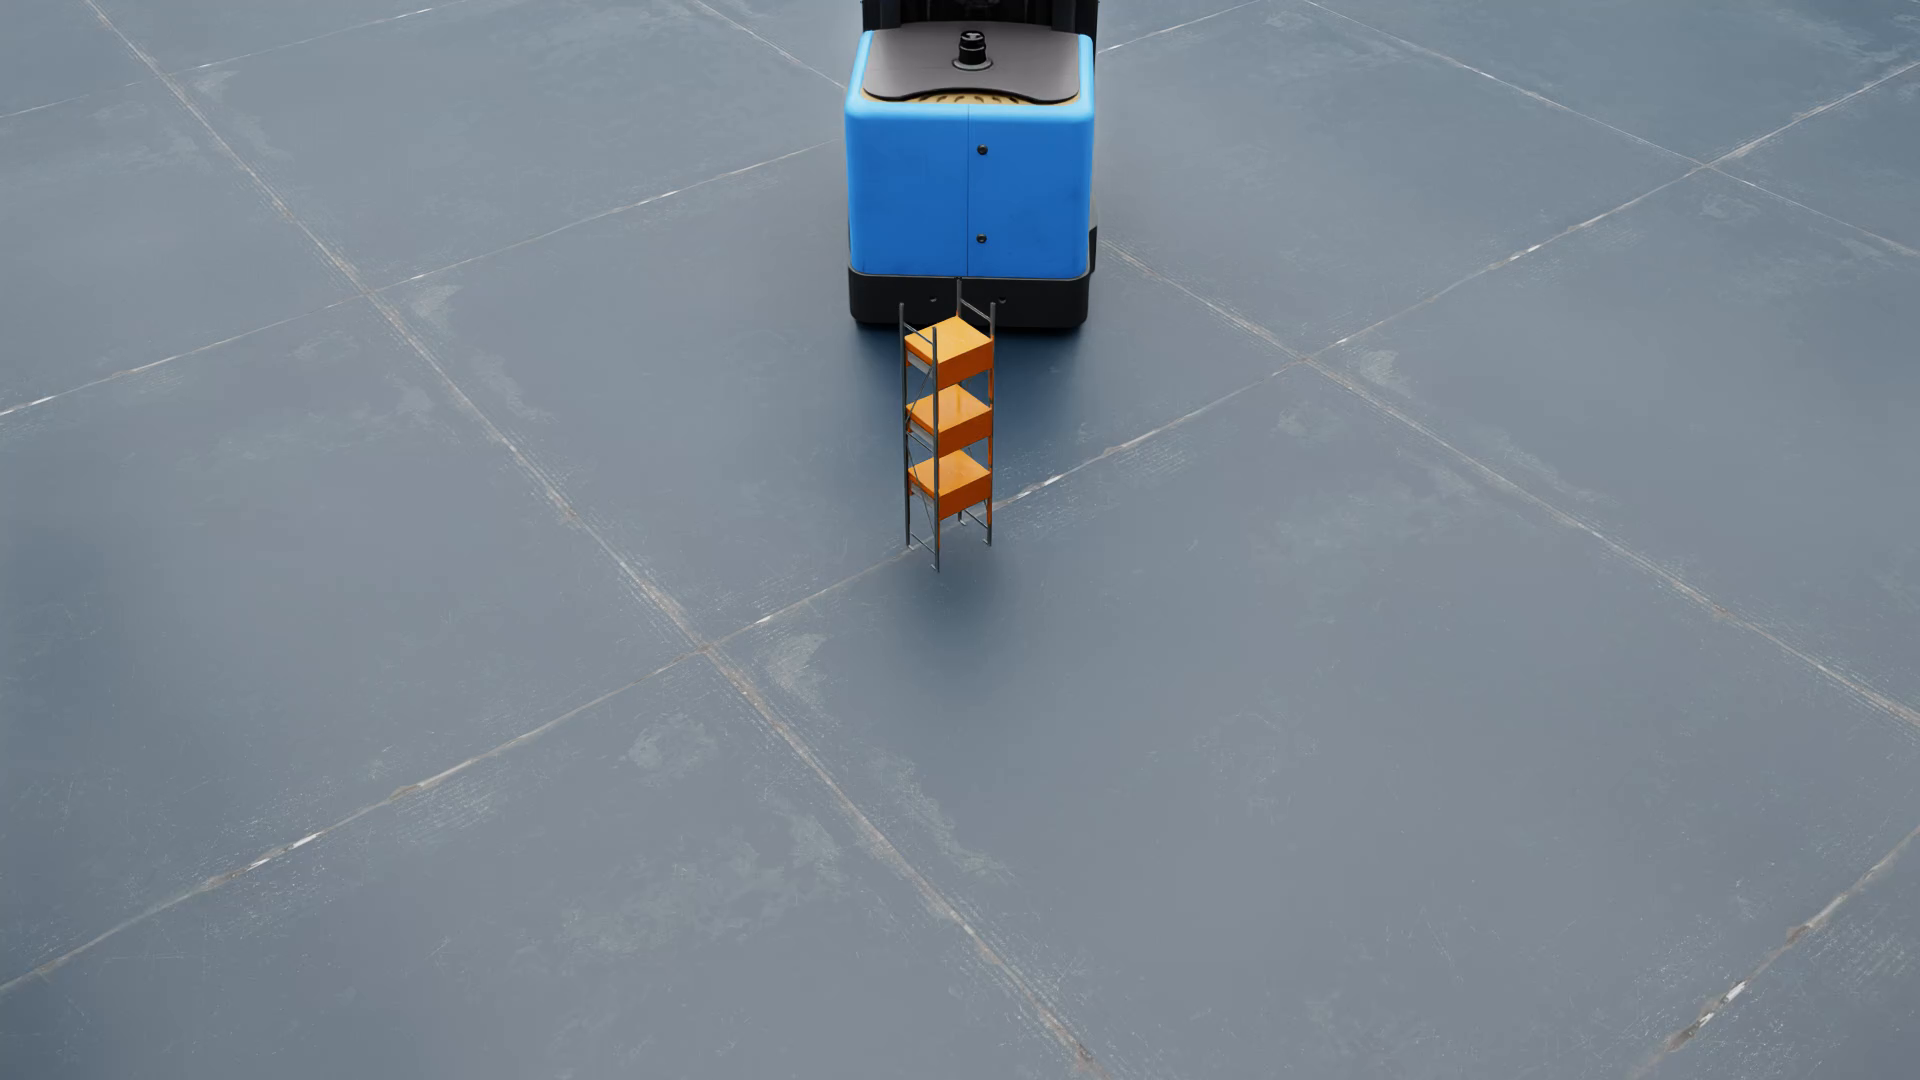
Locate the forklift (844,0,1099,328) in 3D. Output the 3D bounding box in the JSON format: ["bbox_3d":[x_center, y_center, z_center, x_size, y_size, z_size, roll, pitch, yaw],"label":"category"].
[{"bbox_3d":[0.105,-2.975,7.565,1.130,2.935,3.031,2,39,2],"label":"forklift"}]

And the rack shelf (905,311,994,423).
[{"bbox_3d":[-0.042,-0.596,5.719,0.240,0.259,0.215,-26,46,-28],"label":"rack shelf"}]

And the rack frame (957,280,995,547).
[{"bbox_3d":[0.054,-0.432,5.949,0.008,1.050,0.200,-26,46,-28],"label":"rack frame"}]

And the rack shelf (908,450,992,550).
[{"bbox_3d":[-0.042,-0.162,6.075,0.240,0.259,0.215,-26,46,-28],"label":"rack shelf"}]

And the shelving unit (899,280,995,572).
[{"bbox_3d":[-0.042,-0.385,5.892,0.252,1.050,0.215,-26,46,-28],"label":"shelving unit"}]

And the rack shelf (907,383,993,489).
[{"bbox_3d":[-0.042,-0.377,5.899,0.240,0.259,0.215,-26,46,-28],"label":"rack shelf"}]

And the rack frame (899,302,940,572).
[{"bbox_3d":[-0.139,-0.338,5.834,0.008,1.050,0.200,-26,46,-28],"label":"rack frame"}]
